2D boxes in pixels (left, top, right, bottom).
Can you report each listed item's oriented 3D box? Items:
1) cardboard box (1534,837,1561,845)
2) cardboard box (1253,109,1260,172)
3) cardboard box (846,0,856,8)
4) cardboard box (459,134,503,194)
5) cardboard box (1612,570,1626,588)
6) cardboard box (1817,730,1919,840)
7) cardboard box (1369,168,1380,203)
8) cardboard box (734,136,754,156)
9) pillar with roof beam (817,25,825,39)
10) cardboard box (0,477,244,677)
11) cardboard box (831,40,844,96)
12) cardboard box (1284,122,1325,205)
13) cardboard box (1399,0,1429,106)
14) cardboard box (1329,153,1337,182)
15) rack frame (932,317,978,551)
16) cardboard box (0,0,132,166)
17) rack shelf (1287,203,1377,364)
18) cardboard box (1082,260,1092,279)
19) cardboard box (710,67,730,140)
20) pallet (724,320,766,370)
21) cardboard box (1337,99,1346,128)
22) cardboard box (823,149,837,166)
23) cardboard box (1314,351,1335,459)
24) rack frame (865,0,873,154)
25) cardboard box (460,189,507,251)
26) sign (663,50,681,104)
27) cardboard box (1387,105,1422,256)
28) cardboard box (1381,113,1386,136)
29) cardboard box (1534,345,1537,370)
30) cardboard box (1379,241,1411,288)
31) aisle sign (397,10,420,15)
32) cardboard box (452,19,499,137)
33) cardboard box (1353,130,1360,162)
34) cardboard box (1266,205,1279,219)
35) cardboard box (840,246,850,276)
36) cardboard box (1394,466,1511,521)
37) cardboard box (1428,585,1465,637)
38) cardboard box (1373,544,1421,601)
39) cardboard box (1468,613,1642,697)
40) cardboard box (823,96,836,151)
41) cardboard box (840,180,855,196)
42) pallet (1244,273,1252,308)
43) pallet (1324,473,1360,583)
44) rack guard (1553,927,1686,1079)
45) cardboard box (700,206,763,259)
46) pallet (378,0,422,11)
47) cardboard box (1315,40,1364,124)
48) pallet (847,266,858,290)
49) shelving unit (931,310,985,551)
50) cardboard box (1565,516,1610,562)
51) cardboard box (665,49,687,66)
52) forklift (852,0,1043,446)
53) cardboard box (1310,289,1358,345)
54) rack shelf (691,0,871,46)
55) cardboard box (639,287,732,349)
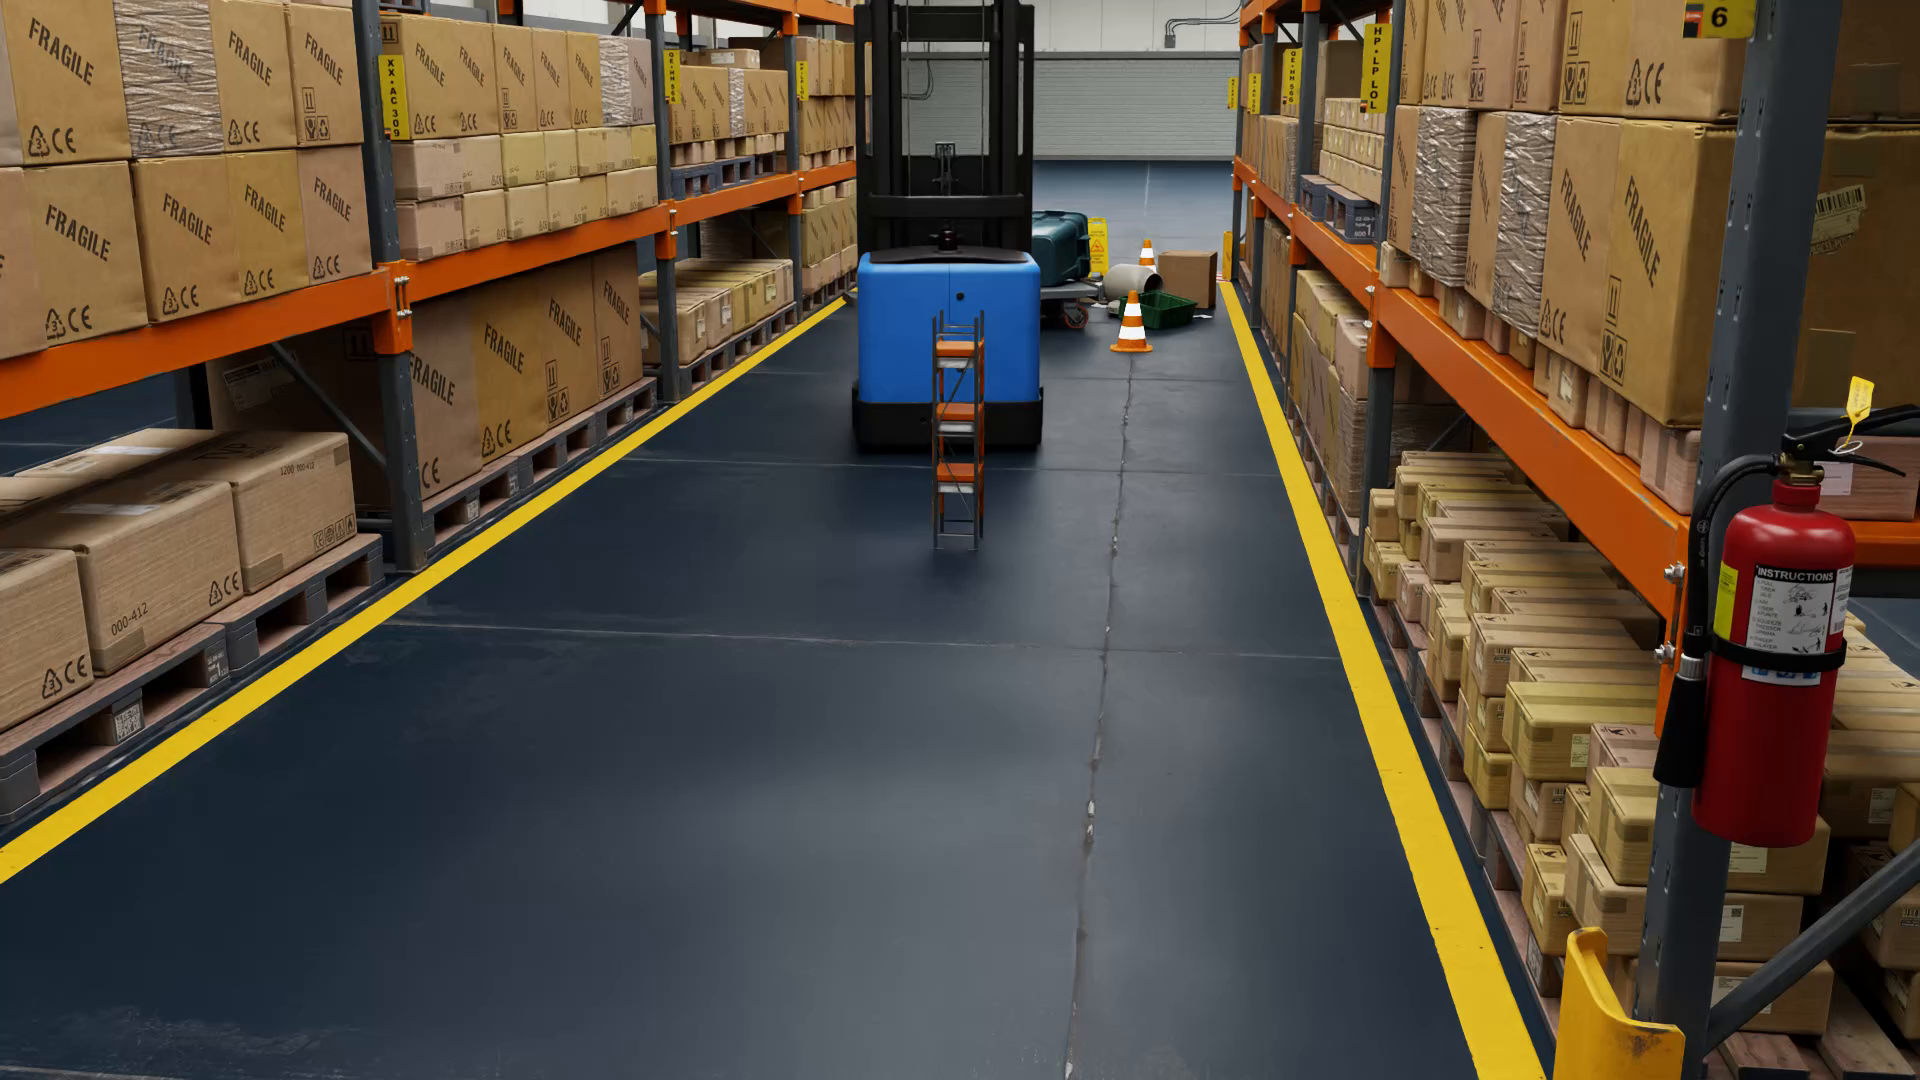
[{"bbox_3d":[1.566,0.728,3.879,0.380,0.149,0.250,2,15,6],"label":"cardboard box"},{"bbox_3d":[3.093,-3.591,14.908,0.875,0.550,0.550,2,15,6],"label":"cardboard box"},{"bbox_3d":[-1.276,-5.529,17.096,0.380,0.149,0.250,2,15,8],"label":"cardboard box"},{"bbox_3d":[-2.448,-1.735,7.660,0.500,0.250,0.500,2,15,7],"label":"cardboard box"},{"bbox_3d":[2.236,0.186,5.315,0.380,0.149,0.250,2,15,8],"label":"cardboard box"},{"bbox_3d":[1.978,0.519,3.515,0.380,0.149,0.250,2,15,7],"label":"cardboard box"},{"bbox_3d":[2.057,-1.591,7.478,0.380,0.149,0.250,1,15,3],"label":"cardboard box"},{"bbox_3d":[-1.819,-3.074,12.962,0.380,0.149,0.250,2,15,6],"label":"cardboard box"},{"bbox_3d":[0.302,-14.977,45.812,9.100,9.000,0.400,2,15,6],"label":"pillar with roof beam"},{"bbox_3d":[-3.086,0.102,5.642,0.875,0.438,0.875,1,15,5],"label":"cardboard box"},{"bbox_3d":[-1.478,-4.442,15.667,0.700,0.500,0.500,1,15,5],"label":"cardboard box"},{"bbox_3d":[2.357,-2.415,10.654,0.500,0.500,0.500,2,15,6],"label":"cardboard box"},{"bbox_3d":[1.828,-1.769,5.780,0.500,0.500,0.500,2,15,8],"label":"cardboard box"},{"bbox_3d":[2.261,-2.073,9.260,0.380,0.149,0.250,2,15,9],"label":"cardboard box"},{"bbox_3d":[-0.020,-0.461,7.357,0.200,1.050,0.008,2,15,6],"label":"rack frame"},{"bbox_3d":[-2.765,-1.331,4.730,0.500,0.500,0.500,2,15,6],"label":"cardboard box"},{"bbox_3d":[2.347,-1.376,8.381,1.077,0.370,4.000,2,15,6],"label":"rack shelf"},{"bbox_3d":[0.863,-2.701,16.687,0.797,0.503,0.637,-10,18,-32],"label":"cardboard box"},{"bbox_3d":[-1.971,-3.139,11.958,0.500,0.500,0.500,2,15,7],"label":"cardboard box"},{"bbox_3d":[-2.127,-1.533,12.928,1.003,0.211,1.213,2,15,6],"label":"pallet"},{"bbox_3d":[2.238,-2.294,8.937,0.380,0.149,0.250,1,15,4],"label":"cardboard box"},{"bbox_3d":[-1.398,-3.681,16.011,0.380,0.149,0.250,2,15,7],"label":"cardboard box"},{"bbox_3d":[2.075,-0.666,8.361,0.500,0.500,0.500,1,15,5],"label":"cardboard box"},{"bbox_3d":[-1.454,-4.436,18.321,1.000,3.000,0.127,2,15,6],"label":"rack frame"},{"bbox_3d":[-2.440,-1.492,7.721,0.500,0.250,0.500,1,15,5],"label":"cardboard box"},{"bbox_3d":[-1.805,-2.905,10.440,0.100,0.325,0.005,2,15,6],"label":"sign"},{"bbox_3d":[1.815,-1.275,5.870,0.500,0.500,0.500,1,15,5],"label":"cardboard box"},{"bbox_3d":[2.033,-1.819,7.181,0.380,0.149,0.250,1,15,4],"label":"cardboard box"},{"bbox_3d":[1.659,-0.470,4.135,0.380,0.149,0.250,1,15,4],"label":"cardboard box"},{"bbox_3d":[1.764,-1.019,6.166,0.380,0.149,0.250,2,15,8],"label":"cardboard box"},{"bbox_3d":[-6.087,-5.845,18.550,0.394,0.787,0.004,2,15,6],"label":"aisle sign"},{"bbox_3d":[-2.443,-2.093,7.549,0.500,0.500,0.500,2,15,6],"label":"cardboard box"},{"bbox_3d":[2.148,-1.943,8.208,0.380,0.149,0.250,2,15,8],"label":"cardboard box"},{"bbox_3d":[3.165,-2.617,14.861,0.875,0.875,0.875,2,15,7],"label":"cardboard box"},{"bbox_3d":[-1.398,-2.824,16.822,0.500,0.250,0.500,1,15,4],"label":"cardboard box"},{"bbox_3d":[1.787,-0.165,6.043,0.380,0.149,0.250,2,15,9],"label":"cardboard box"},{"bbox_3d":[1.652,0.247,5.090,0.380,0.149,0.250,2,15,6],"label":"cardboard box"},{"bbox_3d":[1.731,0.123,6.117,0.380,0.149,0.250,2,15,8],"label":"cardboard box"},{"bbox_3d":[1.534,0.304,4.310,0.380,0.149,0.250,2,15,8],"label":"cardboard box"},{"bbox_3d":[-1.476,-3.957,15.789,0.500,0.500,0.500,2,15,6],"label":"cardboard box"},{"bbox_3d":[-1.292,-3.609,17.046,0.380,0.149,0.250,2,15,7],"label":"cardboard box"},{"bbox_3d":[3.323,-2.445,16.301,1.003,0.211,1.213,2,15,6],"label":"pallet"},{"bbox_3d":[2.208,-0.060,7.480,1.003,0.211,1.213,2,15,6],"label":"pallet"},{"bbox_3d":[1.679,1.020,2.932,1.175,0.500,0.348,2,15,6],"label":"rack guard"},{"bbox_3d":[-2.106,-2.797,15.288,0.500,0.500,0.500,1,15,5],"label":"cardboard box"},{"bbox_3d":[-6.492,-5.804,17.803,1.003,0.211,1.213,2,15,6],"label":"pallet"},{"bbox_3d":[2.633,-2.889,10.492,0.700,0.500,0.500,2,15,6],"label":"cardboard box"},{"bbox_3d":[-1.590,-2.861,17.837,1.003,0.211,1.213,2,15,6],"label":"pallet"},{"bbox_3d":[-0.006,-0.493,7.474,0.215,1.050,0.252,2,15,6],"label":"shelving unit"},{"bbox_3d":[2.223,-0.021,5.510,0.380,0.149,0.250,2,15,8],"label":"cardboard box"},{"bbox_3d":[-2.330,-3.710,12.828,0.380,0.149,0.250,3,15,9],"label":"cardboard box"},{"bbox_3d":[-0.104,-2.280,10.478,1.130,2.935,3.031,0,15,-2],"label":"forklift"},{"bbox_3d":[2.129,-1.169,8.785,0.500,0.250,0.500,2,15,7],"label":"cardboard box"},{"bbox_3d":[-1.680,-5.018,16.105,1.077,0.370,4.000,2,15,6],"label":"rack shelf"},{"bbox_3d":[-2.208,-1.633,12.186,0.950,0.372,0.625,1,15,5],"label":"cardboard box"}]
